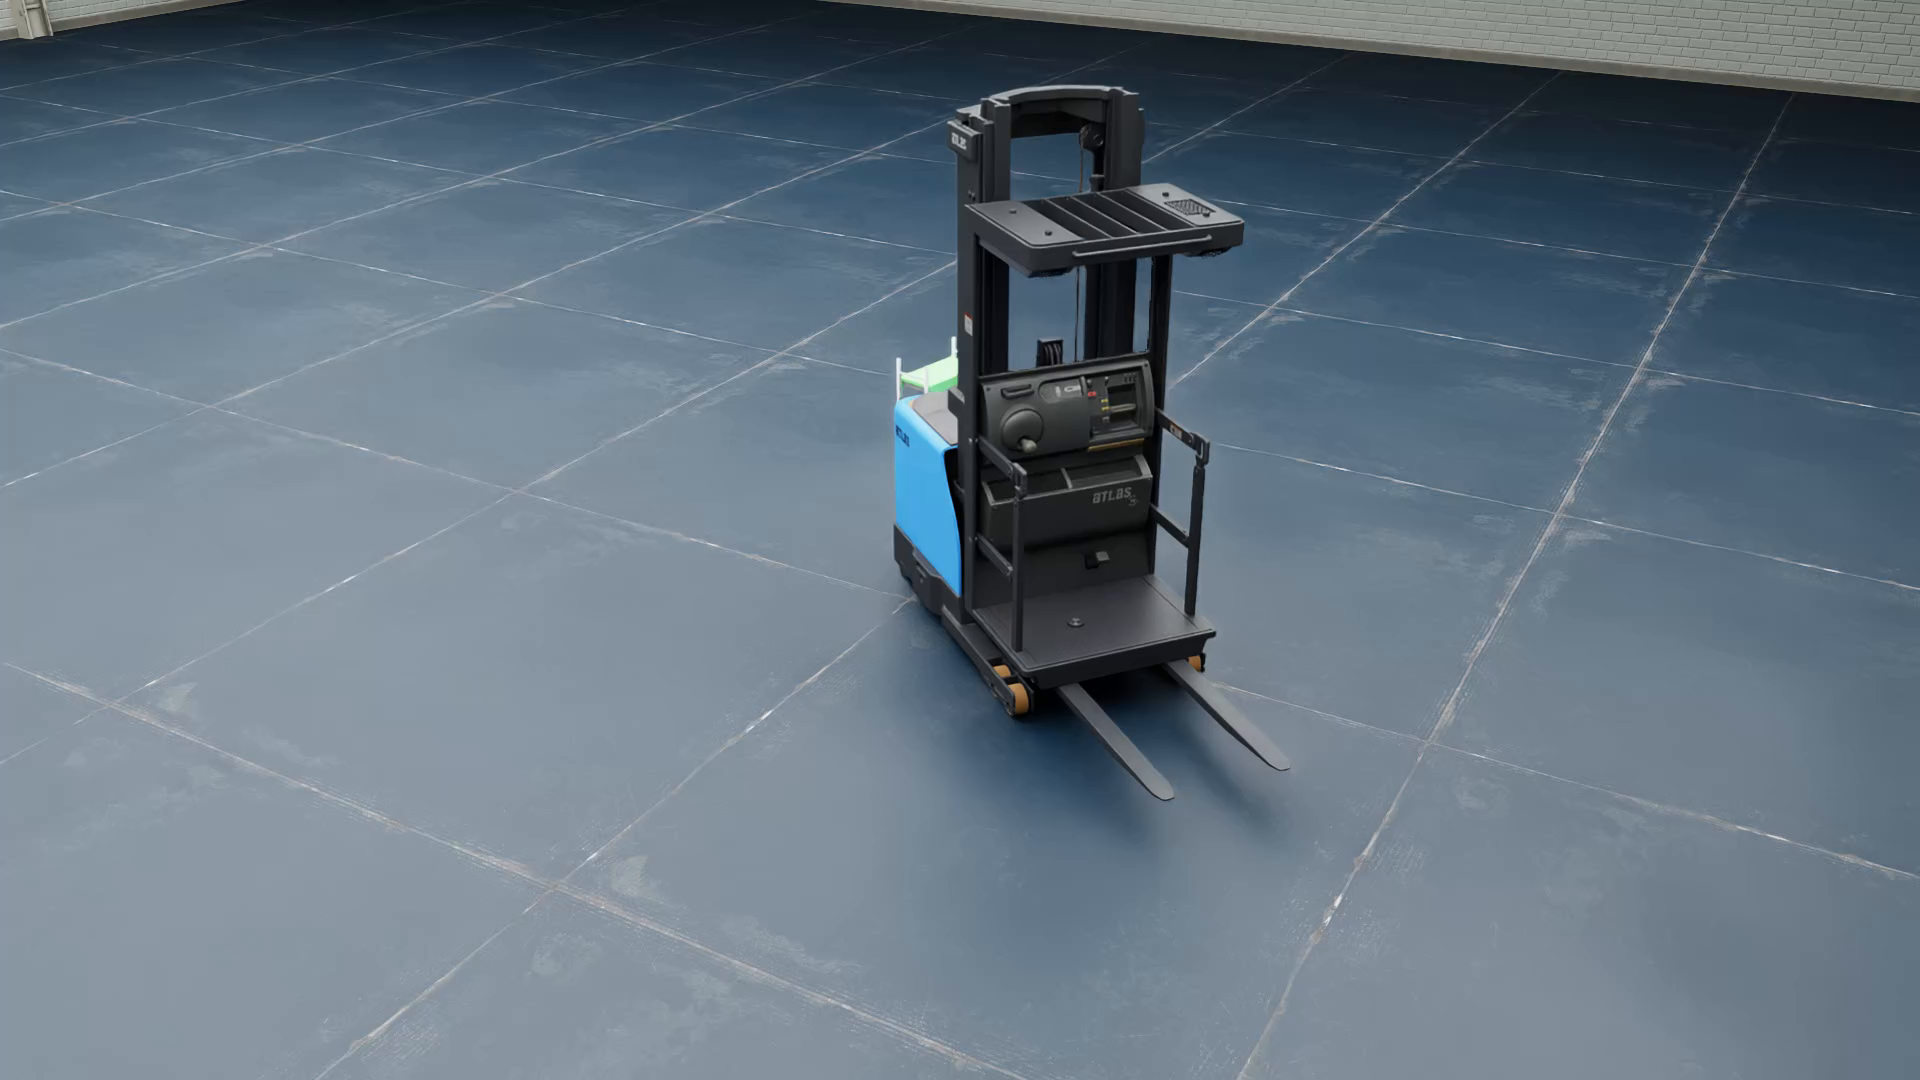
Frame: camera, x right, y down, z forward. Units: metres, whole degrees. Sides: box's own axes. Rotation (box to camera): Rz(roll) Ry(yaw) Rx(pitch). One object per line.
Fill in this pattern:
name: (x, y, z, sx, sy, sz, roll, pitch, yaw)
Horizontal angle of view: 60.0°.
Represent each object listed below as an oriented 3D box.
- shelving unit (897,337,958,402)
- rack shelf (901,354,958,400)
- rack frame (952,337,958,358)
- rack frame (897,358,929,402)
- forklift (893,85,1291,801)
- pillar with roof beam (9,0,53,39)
shelving unit: (-0.114, -0.569, 10.046, 0.258, 1.200, 0.503, 21, 34, 36)
rack shelf: (-0.114, -0.941, 9.859, 0.258, 0.148, 0.480, 21, 34, 36)
rack frame: (0.047, -0.651, 10.210, 0.240, 1.200, 0.015, 21, 34, 36)
rack frame: (-0.275, -0.487, 9.882, 0.240, 1.200, 0.015, 21, 34, 36)
forklift: (0.640, -0.631, 8.237, 1.130, 2.935, 3.031, -10, 28, -20)
pillar with roof beam: (-10.672, -10.935, 22.042, 9.100, 9.000, 0.400, 14, 30, 26)
